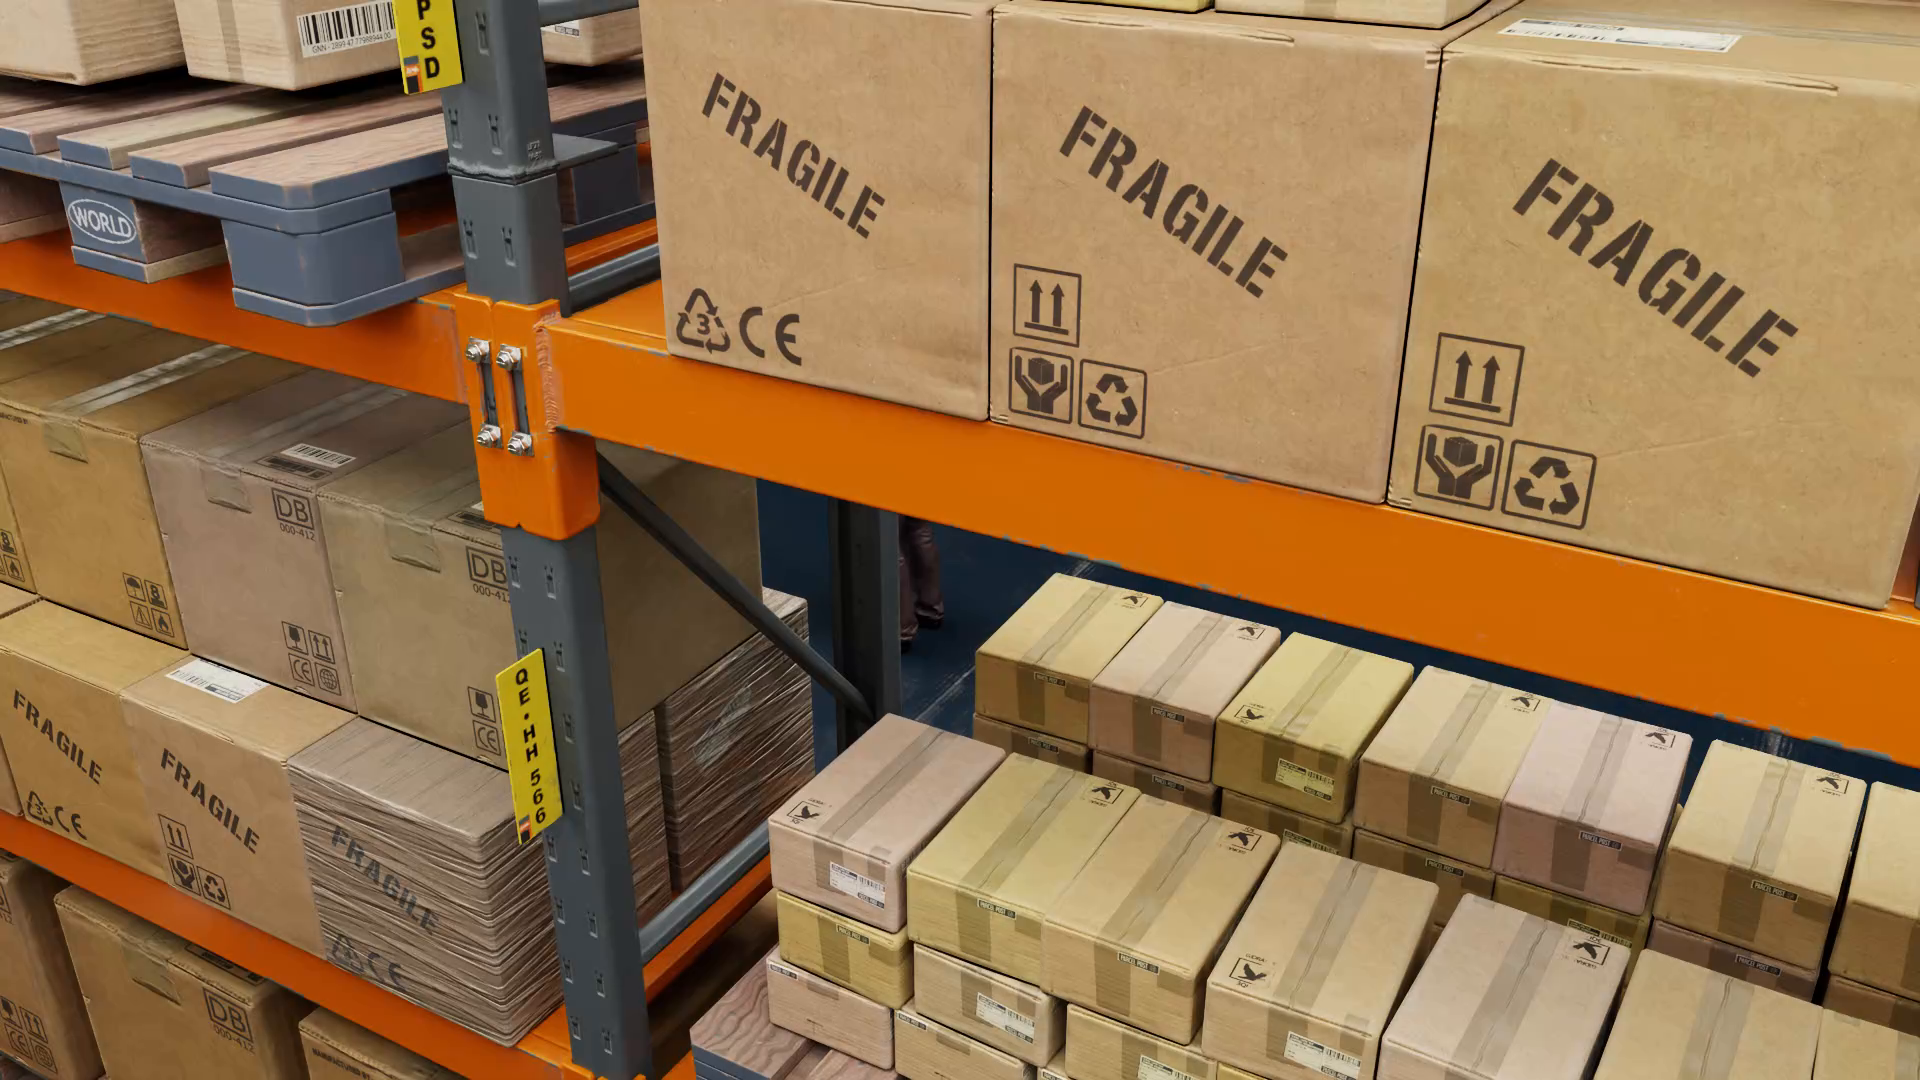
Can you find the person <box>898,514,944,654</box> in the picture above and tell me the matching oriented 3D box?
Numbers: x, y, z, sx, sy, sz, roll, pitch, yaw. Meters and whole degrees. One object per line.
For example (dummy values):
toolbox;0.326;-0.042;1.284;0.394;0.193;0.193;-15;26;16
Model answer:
person;-0.330;-0.372;6.895;0.552;1.720;0.502;14;30;26
